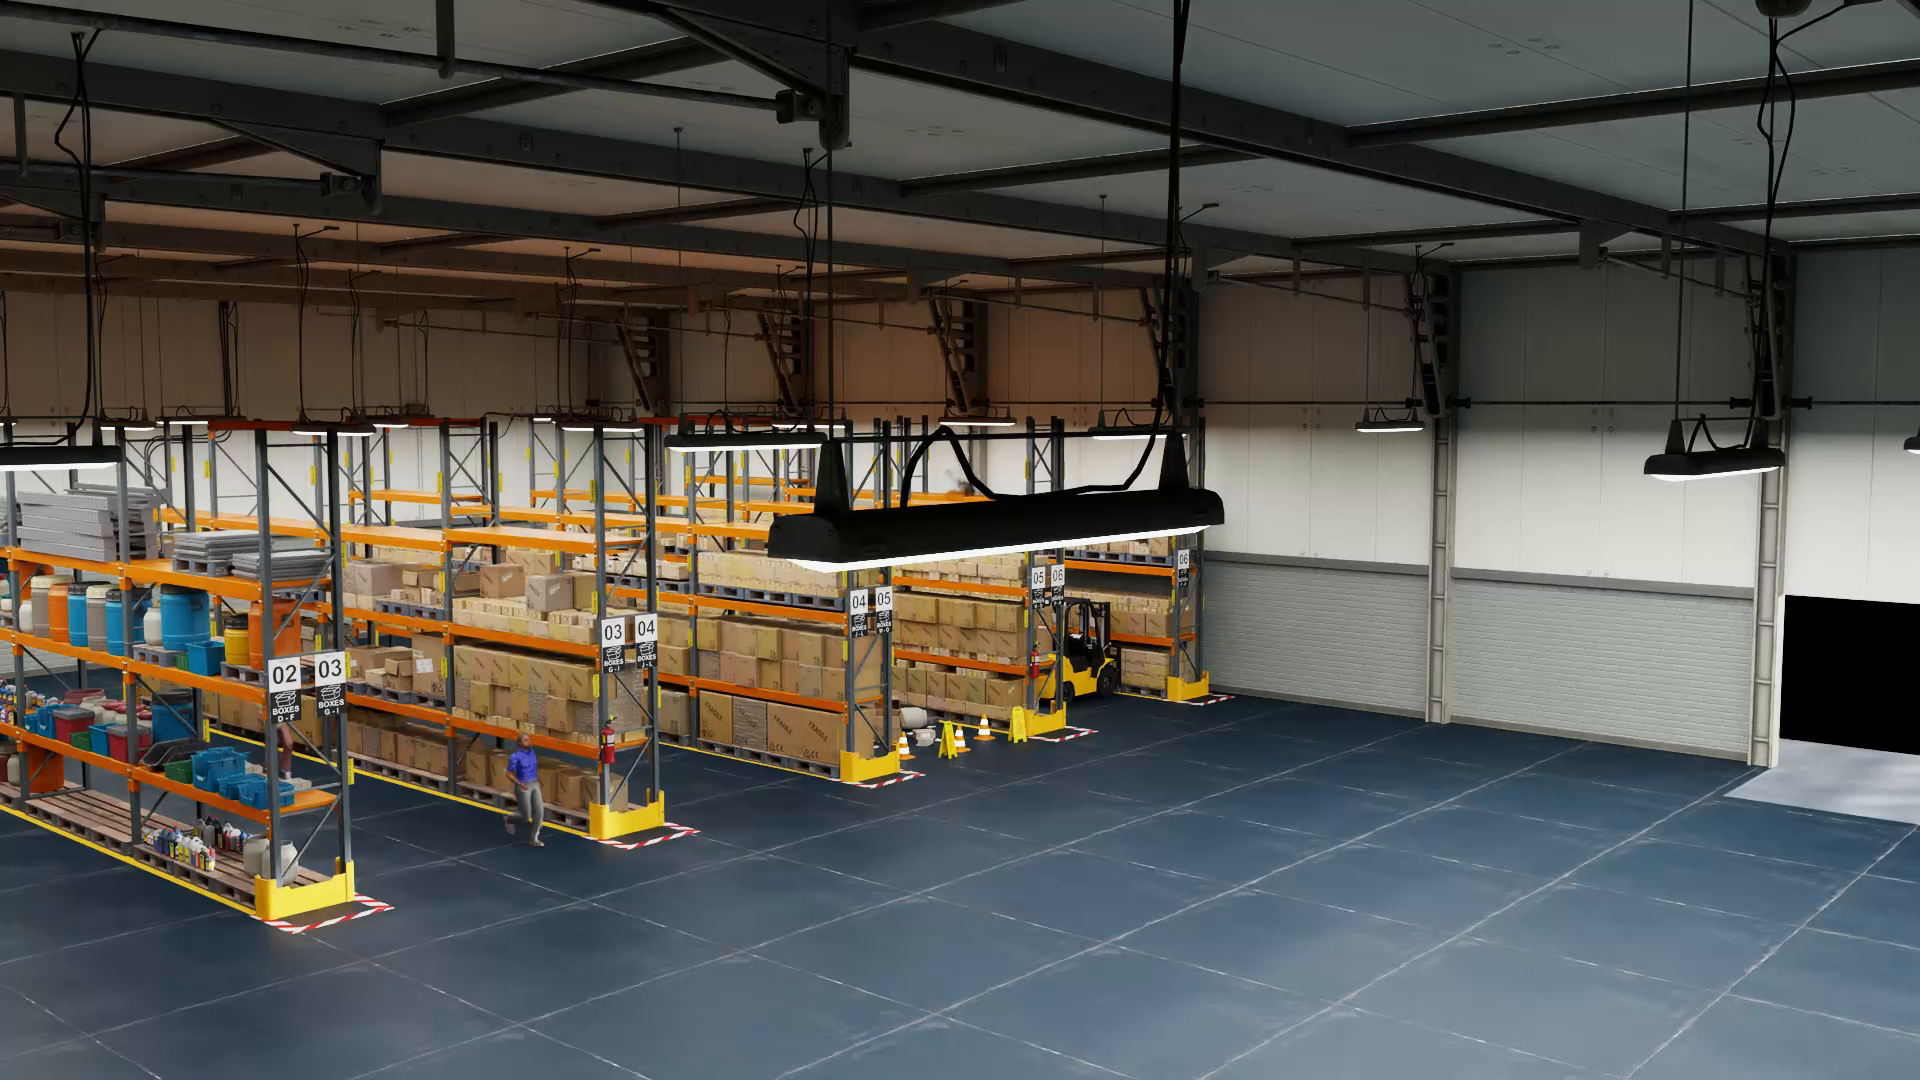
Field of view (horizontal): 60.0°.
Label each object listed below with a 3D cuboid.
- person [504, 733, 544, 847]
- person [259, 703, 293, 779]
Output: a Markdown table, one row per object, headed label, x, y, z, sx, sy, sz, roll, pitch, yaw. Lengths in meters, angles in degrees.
| label | x | y | z | sx | sy | sz | roll | pitch | yaw |
| --- | --- | --- | --- | --- | --- | --- | --- | --- | --- |
| person | -6.200 | 3.554 | 23.765 | 0.699 | 1.603 | 0.571 | 3 | 6 | 35 |
| person | -11.529 | 3.177 | 28.003 | 0.738 | 1.725 | 0.559 | 5 | 7 | 44 |
